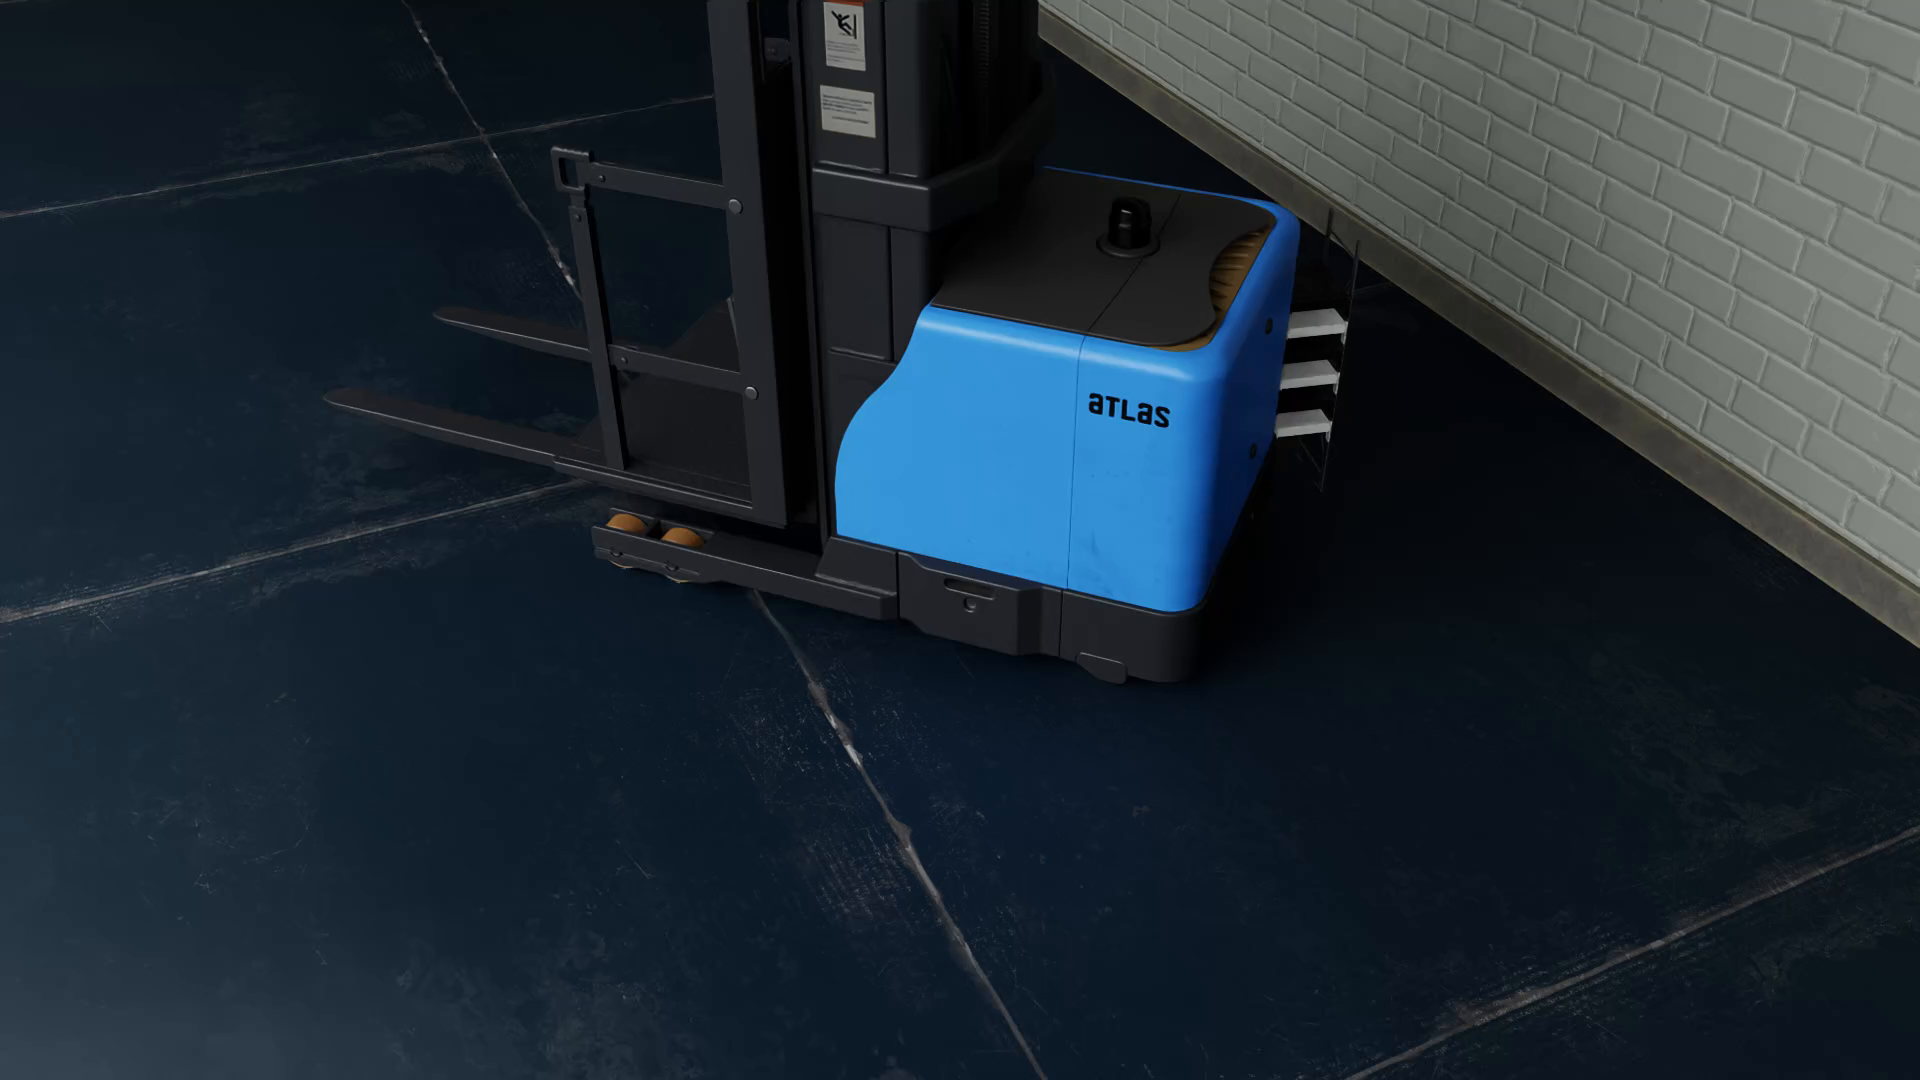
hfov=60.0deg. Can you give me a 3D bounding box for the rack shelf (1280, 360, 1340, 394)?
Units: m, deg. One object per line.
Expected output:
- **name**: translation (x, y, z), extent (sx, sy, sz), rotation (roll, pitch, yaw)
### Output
- **rack shelf**: translation (1.064, -0.551, 5.293), extent (0.200, 0.077, 0.258), rotation (-7, 37, -9)

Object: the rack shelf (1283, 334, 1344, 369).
- **rack shelf**: translation (1.064, -0.623, 5.239), extent (0.200, 0.077, 0.258), rotation (-7, 37, -9)

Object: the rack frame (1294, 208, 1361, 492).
- **rack frame**: translation (1.163, -0.589, 5.289), extent (0.006, 0.900, 0.240), rotation (-7, 37, -9)

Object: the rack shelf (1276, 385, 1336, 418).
- **rack shelf**: translation (1.064, -0.478, 5.347), extent (0.200, 0.077, 0.258), rotation (-7, 37, -9)

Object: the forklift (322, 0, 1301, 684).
- **forklift**: translation (-0.586, -1.325, 4.576), extent (3.031, 2.935, 1.130), rotation (13, 39, 17)

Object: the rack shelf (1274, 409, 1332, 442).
- **rack shelf**: translation (1.064, -0.406, 5.400), extent (0.200, 0.077, 0.258), rotation (-7, 37, -9)

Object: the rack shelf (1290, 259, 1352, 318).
- **rack shelf**: translation (1.064, -0.767, 5.132), extent (0.200, 0.077, 0.258), rotation (-7, 37, -9)

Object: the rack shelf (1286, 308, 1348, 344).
- **rack shelf**: translation (1.064, -0.695, 5.186), extent (0.200, 0.077, 0.258), rotation (-7, 37, -9)

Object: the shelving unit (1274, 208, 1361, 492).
- **shelving unit**: translation (1.064, -0.577, 5.273), extent (0.210, 0.900, 0.258), rotation (-7, 37, -9)
